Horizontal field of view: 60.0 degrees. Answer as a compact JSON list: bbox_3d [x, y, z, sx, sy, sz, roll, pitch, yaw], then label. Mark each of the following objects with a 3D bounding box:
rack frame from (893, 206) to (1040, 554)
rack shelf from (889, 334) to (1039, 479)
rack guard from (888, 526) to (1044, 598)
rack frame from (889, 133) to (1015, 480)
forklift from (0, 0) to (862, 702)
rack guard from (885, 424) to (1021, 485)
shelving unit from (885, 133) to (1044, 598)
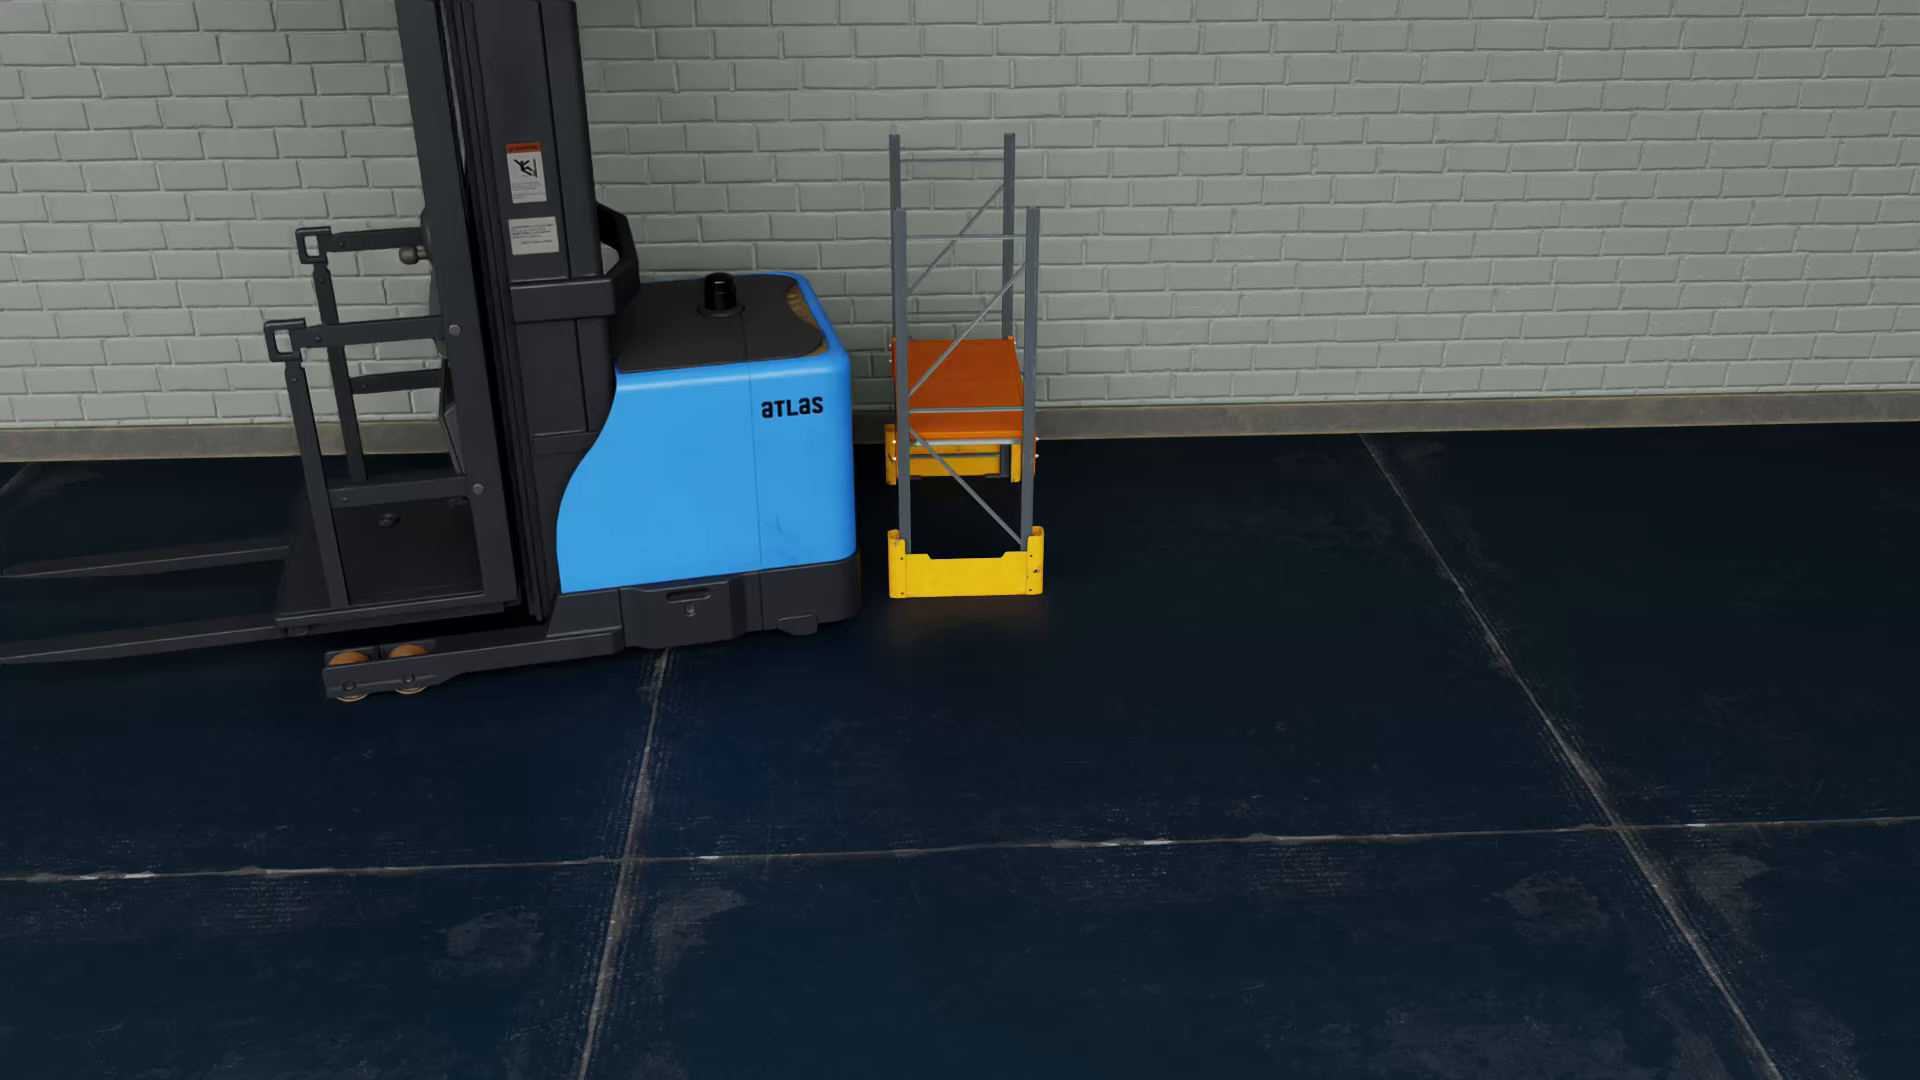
[{"bbox_3d":[0.022,-0.470,6.029,0.500,1.500,0.032,-1,28,-3],"label":"rack frame"},{"bbox_3d":[-0.004,-0.545,6.562,0.538,0.185,1.000,-1,28,-3],"label":"rack shelf"},{"bbox_3d":[0.022,0.084,6.319,0.587,0.250,0.087,-1,28,-3],"label":"rack guard"},{"bbox_3d":[-0.031,-0.939,6.929,0.500,1.500,0.032,-1,28,-3],"label":"rack frame"},{"bbox_3d":[-1.935,-1.017,5.531,3.031,2.935,1.130,-7,28,-13],"label":"forklift"},{"bbox_3d":[-0.030,-0.376,7.201,0.587,0.250,0.087,-1,28,-3],"label":"rack guard"},{"bbox_3d":[-0.004,-0.700,6.471,0.587,1.500,1.083,-1,28,-3],"label":"shelving unit"}]
